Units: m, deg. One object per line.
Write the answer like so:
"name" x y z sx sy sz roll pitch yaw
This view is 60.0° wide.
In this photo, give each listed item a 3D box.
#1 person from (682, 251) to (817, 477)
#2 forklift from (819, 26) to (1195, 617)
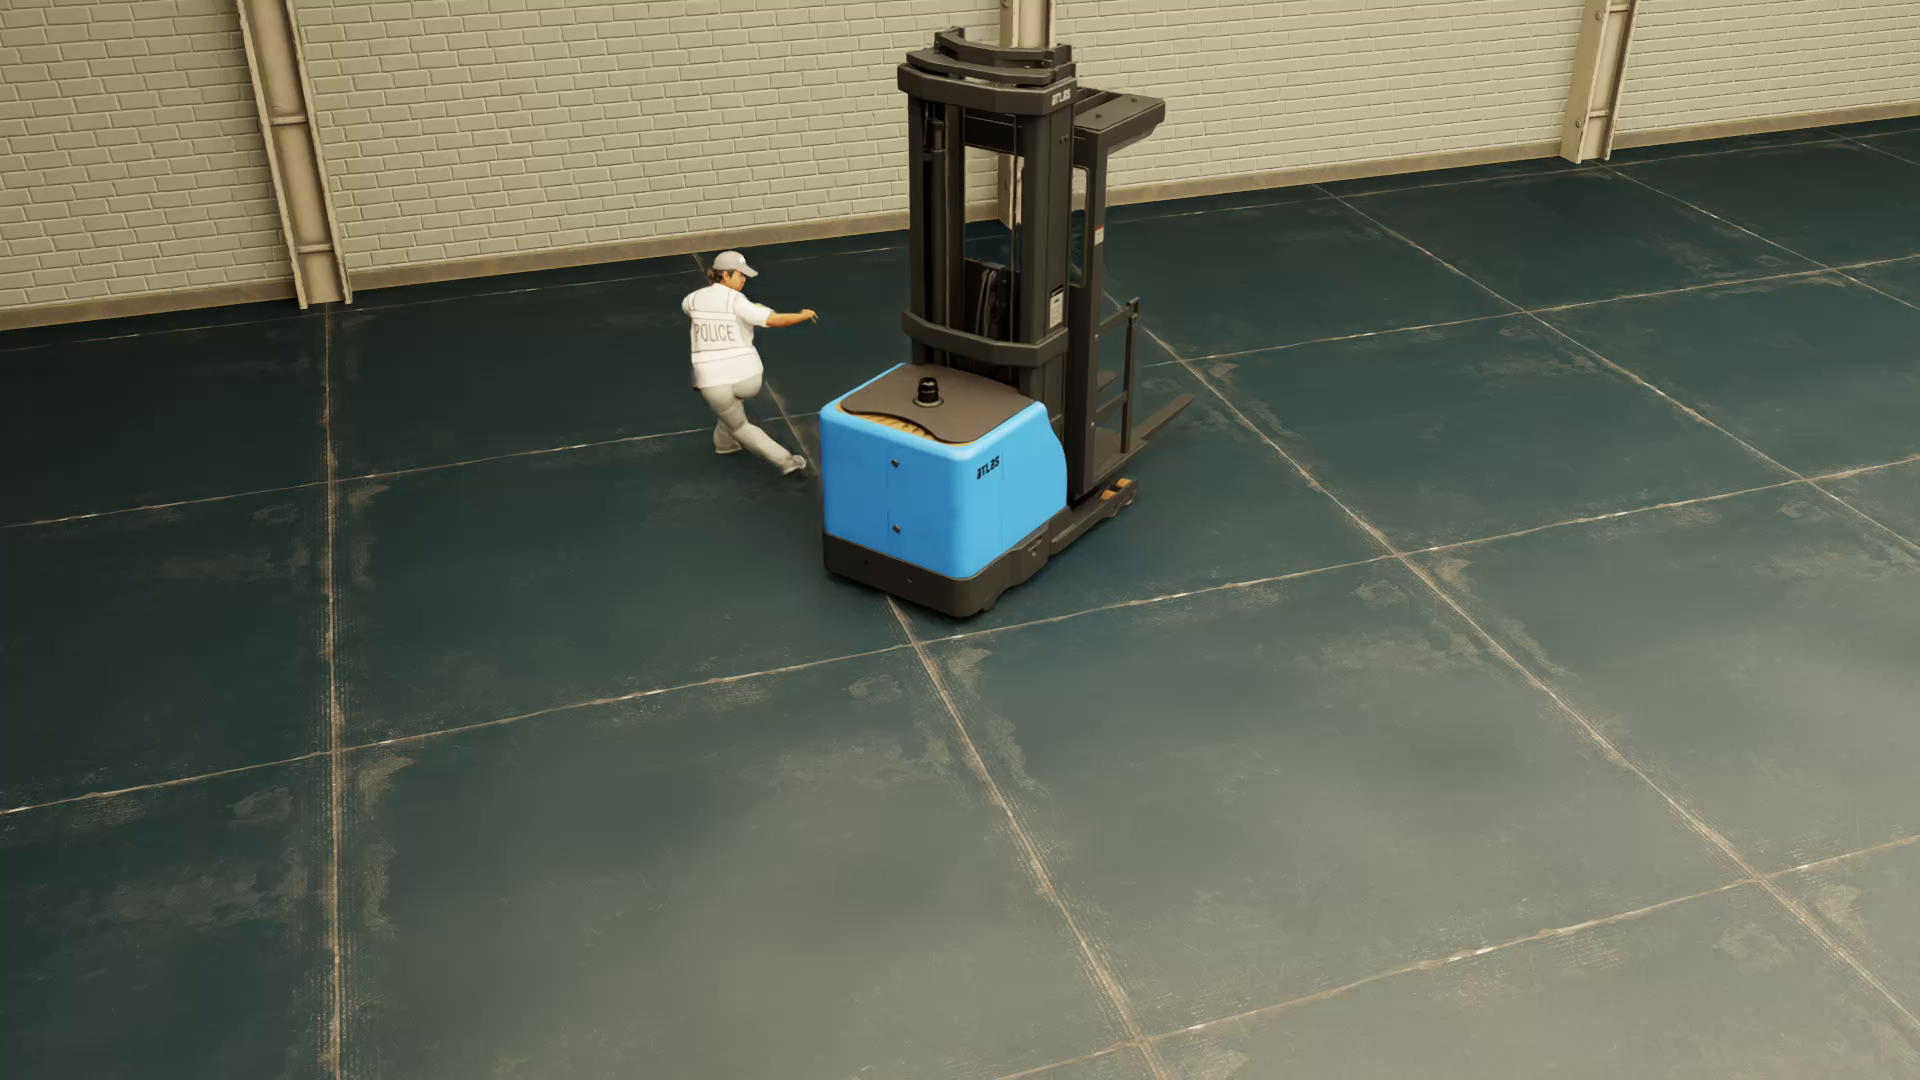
"person" -1.323 -1.153 10.638 0.836 1.459 1.062 -5 30 -9
"forklift" 0.460 -1.533 9.751 1.130 2.935 3.031 19 35 30
